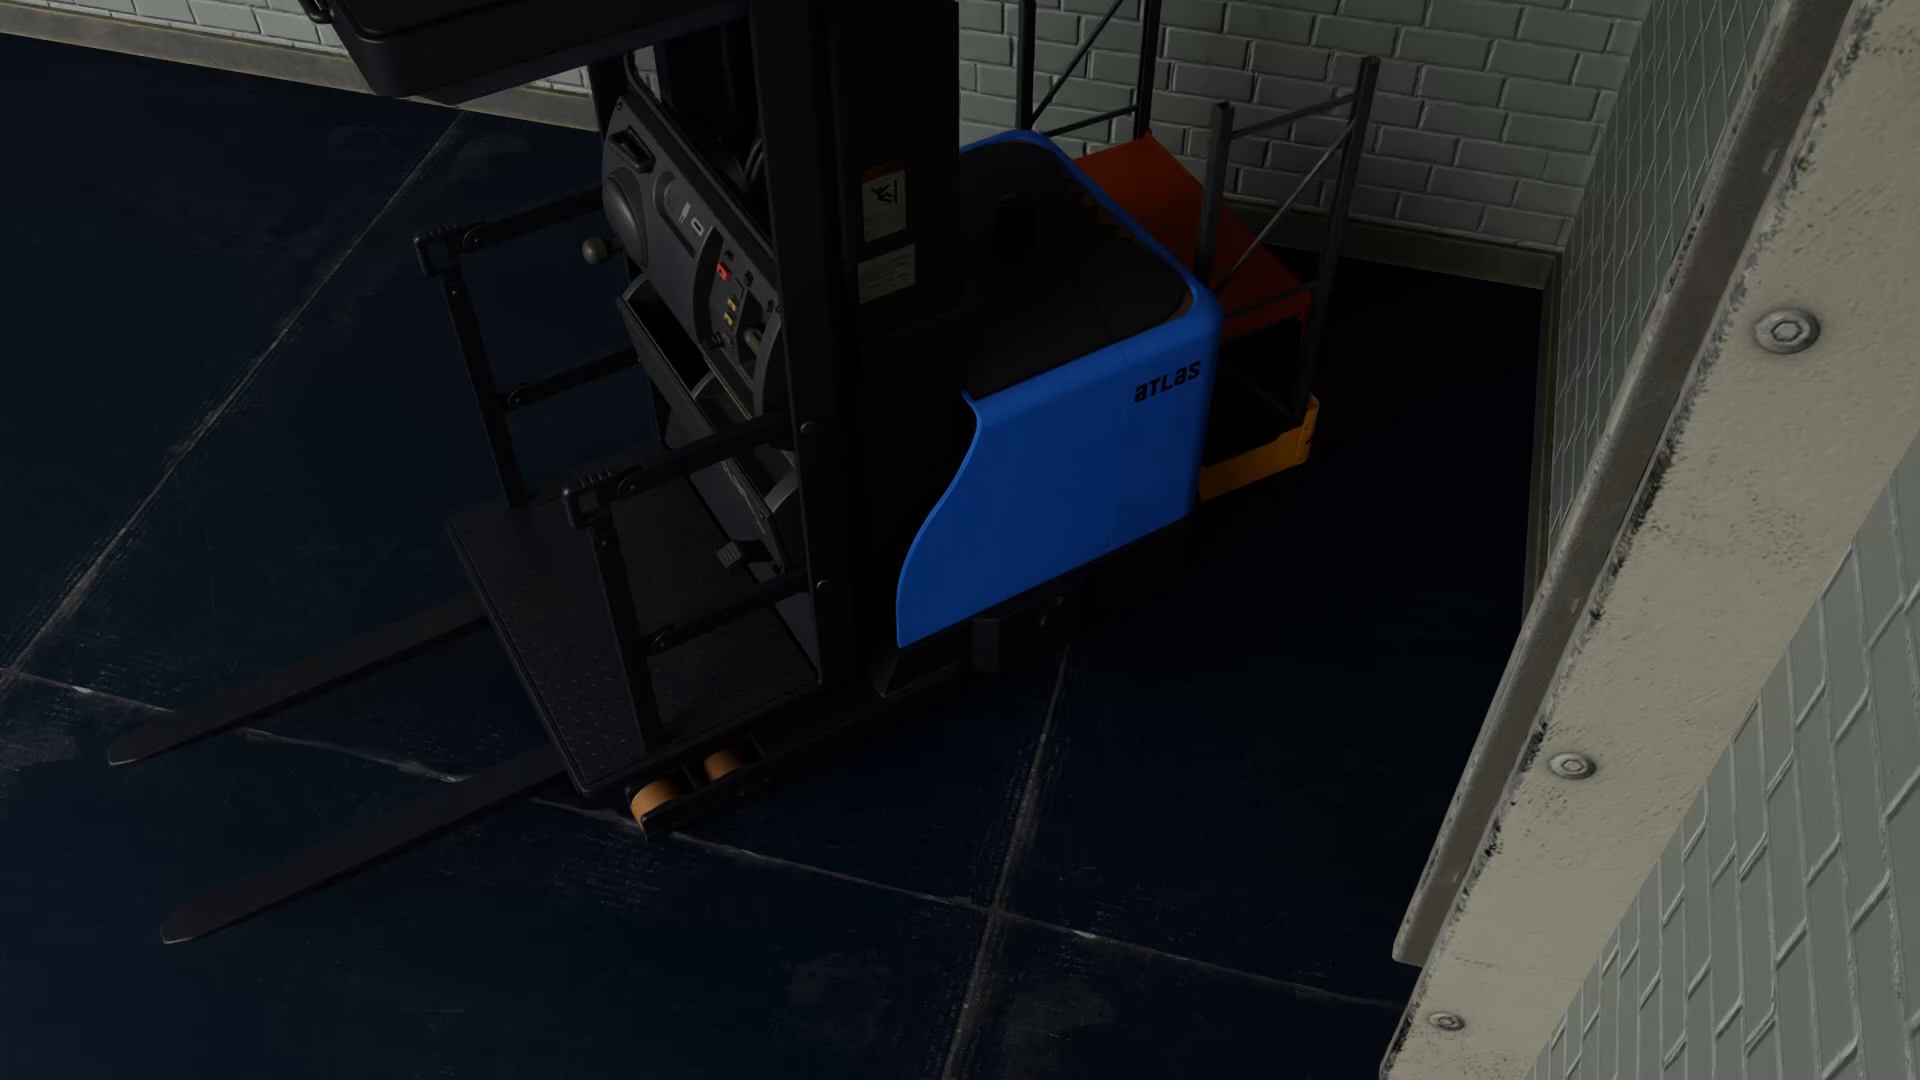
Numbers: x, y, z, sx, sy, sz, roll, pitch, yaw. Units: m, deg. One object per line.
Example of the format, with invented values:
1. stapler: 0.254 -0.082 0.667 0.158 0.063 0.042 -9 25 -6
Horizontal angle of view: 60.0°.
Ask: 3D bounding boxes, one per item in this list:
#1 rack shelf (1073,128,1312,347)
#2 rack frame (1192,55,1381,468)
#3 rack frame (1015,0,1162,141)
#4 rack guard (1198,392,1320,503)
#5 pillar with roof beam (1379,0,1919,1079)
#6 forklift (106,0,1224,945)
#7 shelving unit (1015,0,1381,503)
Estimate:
1. rack shelf: 0.641 -0.905 5.288 0.538 0.185 1.000 -21 52 -18
2. rack frame: 0.876 -0.686 4.855 0.500 1.500 0.032 -21 52 -18
3. rack frame: 0.406 -1.362 5.452 0.500 1.500 0.032 -21 52 -18
4. rack guard: 0.875 -0.273 5.324 0.587 0.250 0.087 -21 52 -18
5. pillar with roof beam: -2.926 -2.612 1.553 9.100 9.000 0.400 12 50 10
6. forklift: -0.816 -0.622 3.844 3.031 2.935 1.130 -24 53 -20
7. shelving unit: 0.645 -1.018 5.148 0.587 1.500 1.083 -21 52 -18
